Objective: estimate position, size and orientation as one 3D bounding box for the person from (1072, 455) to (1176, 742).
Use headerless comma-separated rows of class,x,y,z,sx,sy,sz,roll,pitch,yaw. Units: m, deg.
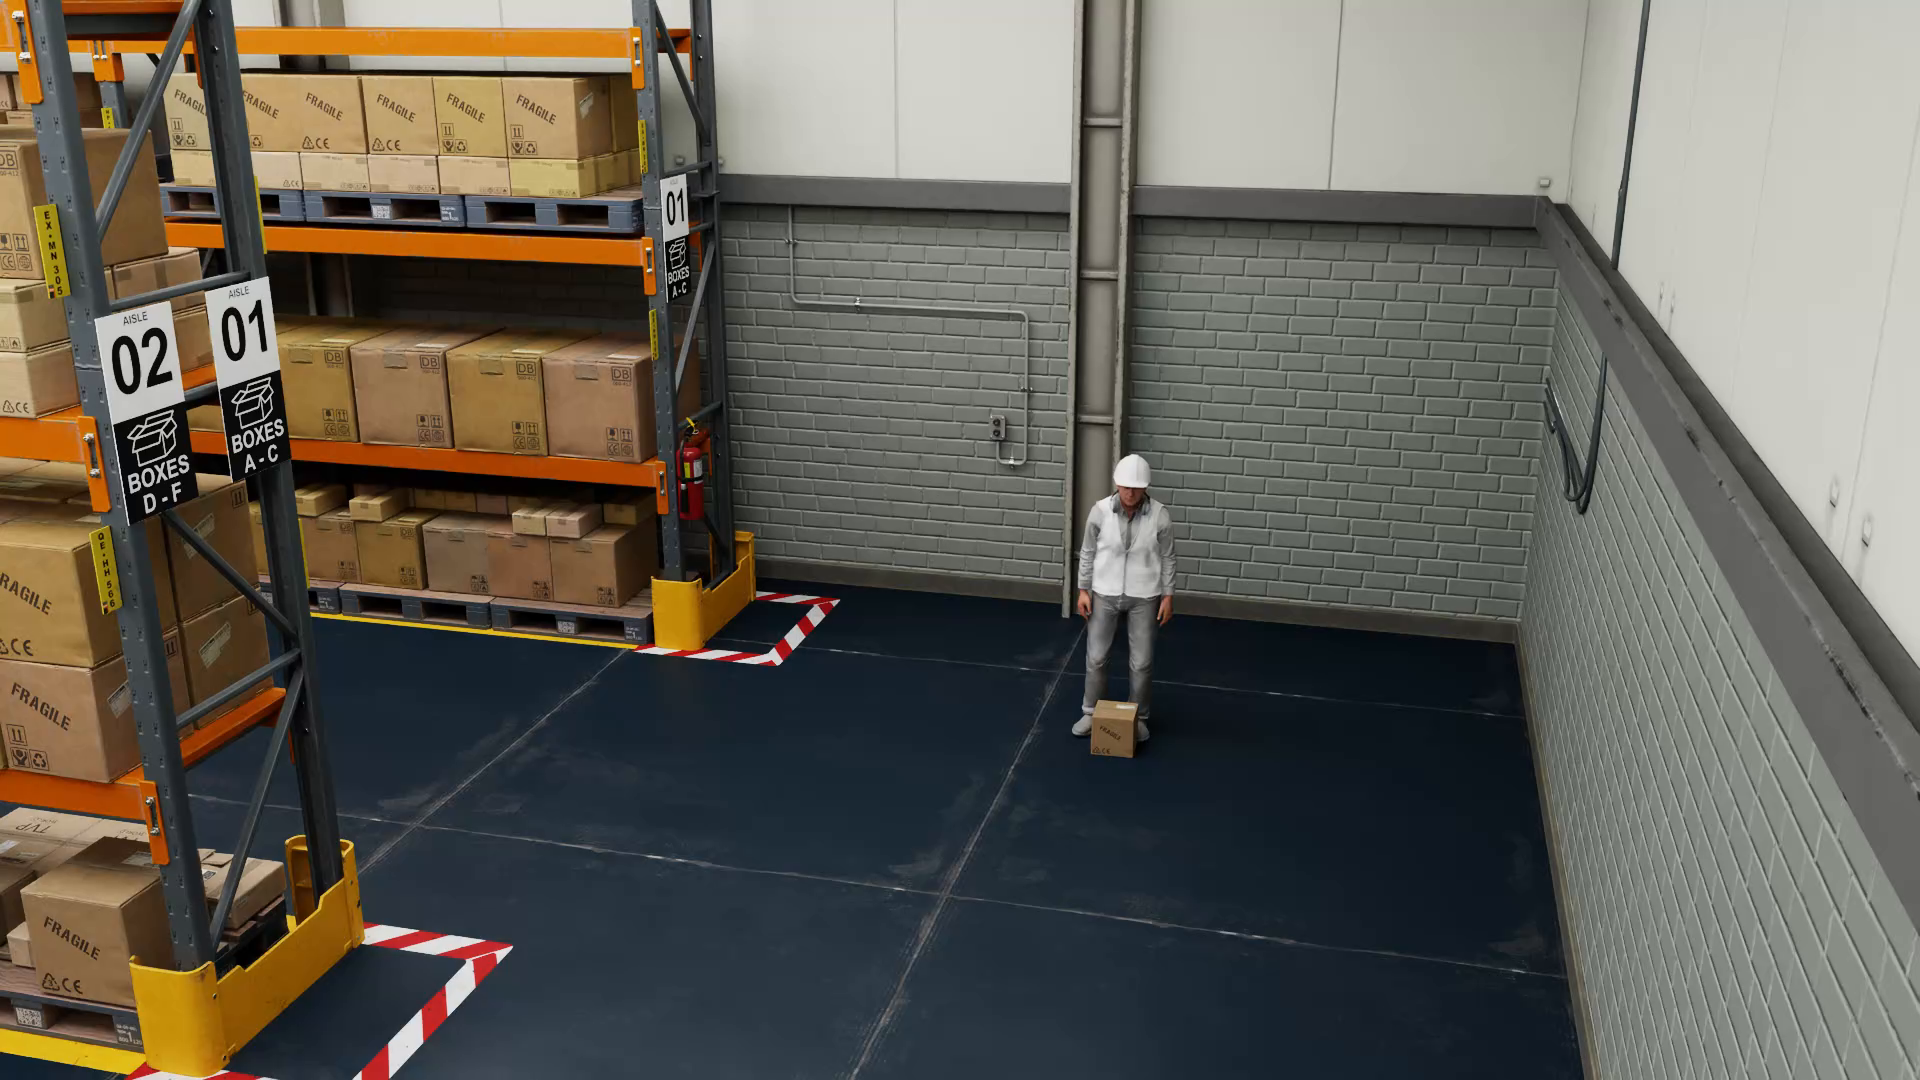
person,0.991,0.335,9.991,0.588,1.771,0.465,4,19,12
